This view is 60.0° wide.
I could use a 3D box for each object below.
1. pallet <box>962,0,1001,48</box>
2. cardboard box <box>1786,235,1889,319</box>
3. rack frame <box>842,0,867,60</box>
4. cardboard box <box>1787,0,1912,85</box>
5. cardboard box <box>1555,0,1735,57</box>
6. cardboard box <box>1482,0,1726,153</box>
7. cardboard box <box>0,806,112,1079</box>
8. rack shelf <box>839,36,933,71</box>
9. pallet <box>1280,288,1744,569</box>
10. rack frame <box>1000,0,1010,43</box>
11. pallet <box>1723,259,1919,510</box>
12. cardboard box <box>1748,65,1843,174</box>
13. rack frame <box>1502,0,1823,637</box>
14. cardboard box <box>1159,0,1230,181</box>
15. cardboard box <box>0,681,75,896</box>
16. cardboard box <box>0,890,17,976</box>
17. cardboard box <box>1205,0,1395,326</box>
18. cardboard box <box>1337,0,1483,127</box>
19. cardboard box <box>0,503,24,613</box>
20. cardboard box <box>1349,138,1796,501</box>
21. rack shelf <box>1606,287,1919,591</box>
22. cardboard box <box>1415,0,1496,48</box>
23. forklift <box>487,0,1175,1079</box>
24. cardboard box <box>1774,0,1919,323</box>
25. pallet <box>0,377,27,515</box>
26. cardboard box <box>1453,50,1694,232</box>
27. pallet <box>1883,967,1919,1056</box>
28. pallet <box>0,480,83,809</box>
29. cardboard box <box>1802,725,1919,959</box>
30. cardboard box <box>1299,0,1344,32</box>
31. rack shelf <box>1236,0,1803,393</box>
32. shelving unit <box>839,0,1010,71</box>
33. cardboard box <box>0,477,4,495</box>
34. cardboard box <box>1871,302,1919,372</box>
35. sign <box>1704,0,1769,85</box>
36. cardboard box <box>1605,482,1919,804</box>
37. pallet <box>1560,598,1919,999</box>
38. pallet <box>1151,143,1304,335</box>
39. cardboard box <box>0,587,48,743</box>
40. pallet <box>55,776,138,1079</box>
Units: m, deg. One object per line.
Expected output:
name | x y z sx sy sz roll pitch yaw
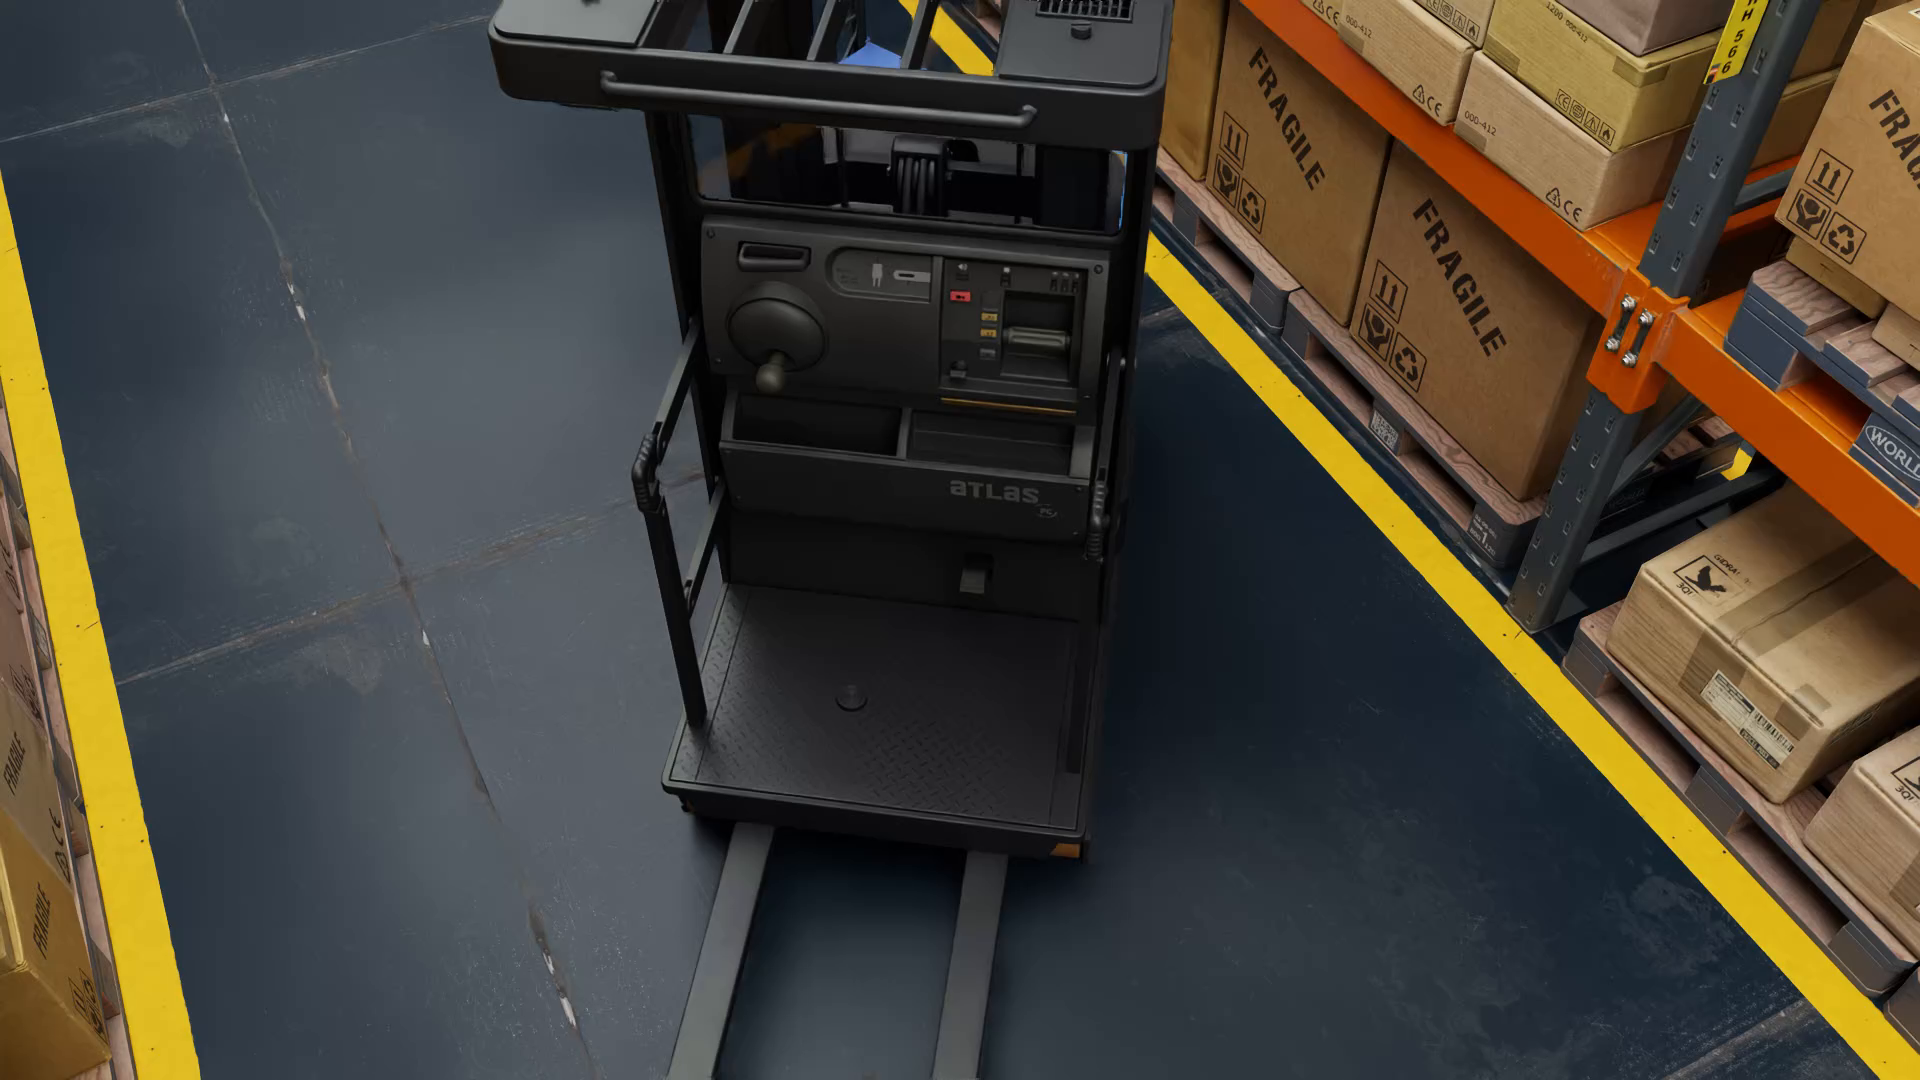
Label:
pallet | 0.716 -2.178 7.014 1.003 0.211 1.213 -21 52 -18
cardboard box | 2.110 -0.683 3.743 0.380 0.149 0.250 -24 53 -20
rack frame | -0.503 -1.717 5.756 0.032 1.500 0.500 32 56 25
cardboard box | 2.114 -1.449 4.292 0.500 0.250 0.500 -22 52 -18
cardboard box | 1.657 -1.527 3.862 0.500 0.500 0.500 -22 53 -18
cardboard box | 1.679 -1.261 4.128 0.500 0.250 0.500 -21 52 -18
cardboard box | -2.326 0.987 3.776 0.500 0.500 0.500 -23 53 -19
rack shelf | -0.108 -1.357 5.680 1.000 0.185 0.538 32 56 25
pallet | 1.832 -0.545 5.586 1.003 0.211 1.213 -21 52 -18
rack frame | 0.286 -1.234 5.333 0.032 1.500 0.500 32 56 25
pallet | 2.547 -0.406 3.739 1.213 0.211 1.003 -21 52 -18
cardboard box | 2.126 -1.274 4.471 0.500 0.250 0.500 -22 52 -18
rack frame | 2.126 -0.909 4.052 1.000 3.000 0.127 -21 52 -18
cardboard box | 1.071 -2.036 6.170 0.875 0.875 0.875 -20 52 -16
cardboard box | -2.559 0.652 4.069 0.500 0.500 0.500 -21 52 -17
cardboard box | -2.329 0.756 3.479 0.500 0.250 0.500 -23 53 -19
cardboard box | 1.480 -1.437 5.647 0.875 0.875 0.875 -21 52 -17
cardboard box | 1.416 -1.445 4.621 0.500 0.250 0.500 -20 52 -17
cardboard box | -3.031 -0.032 4.667 0.500 0.500 0.500 -22 52 -18
cardboard box | 1.884 -0.839 5.123 0.875 0.875 0.875 -22 52 -18
rack shelf | 3.041 0.666 3.152 1.077 0.370 4.000 -21 52 -18
cardboard box | 1.441 -1.603 4.427 0.500 0.250 0.500 -22 53 -18
forklift | -0.161 -0.402 3.654 1.130 2.935 3.031 6 49 5
cardboard box | 2.126 -0.797 3.412 0.500 0.500 0.500 -23 53 -19
pallet | -3.702 -0.375 5.438 1.003 0.211 1.213 -21 52 -18
cardboard box | 1.664 -1.109 4.327 0.500 0.250 0.500 -23 53 -19
pallet | 3.037 1.348 3.931 1.003 0.211 1.213 -21 52 -18
pallet | -3.140 0.443 4.723 1.003 0.211 1.213 -21 52 -18
cardboard box | 2.721 0.690 4.120 0.950 0.372 0.625 -22 52 -18
cardboard box | 1.200 -1.788 4.921 0.500 0.250 0.500 -22 52 -18
rack shelf | 1.211 -2.011 5.494 1.077 0.370 4.000 -21 52 -18
shelving unit | -0.108 -1.476 5.544 1.048 1.500 0.538 32 56 25
cardboard box | -3.262 -0.377 4.969 0.500 0.500 0.500 -22 52 -18
cardboard box | 2.209 -0.482 3.567 0.380 0.149 0.250 -24 53 -20
sign | 1.634 -1.097 3.447 0.100 0.325 0.005 -21 52 -18
cardboard box | 2.376 0.199 4.550 0.950 0.372 0.625 -24 53 -20
pallet | 2.482 0.532 4.644 1.003 0.211 1.213 -21 52 -18
pallet | 1.278 -1.360 6.299 1.003 0.211 1.213 -21 52 -18
cardboard box | -2.798 0.310 4.368 0.500 0.500 0.500 -22 53 -18
pallet | -2.585 1.258 4.009 1.003 0.211 1.213 -21 52 -18
